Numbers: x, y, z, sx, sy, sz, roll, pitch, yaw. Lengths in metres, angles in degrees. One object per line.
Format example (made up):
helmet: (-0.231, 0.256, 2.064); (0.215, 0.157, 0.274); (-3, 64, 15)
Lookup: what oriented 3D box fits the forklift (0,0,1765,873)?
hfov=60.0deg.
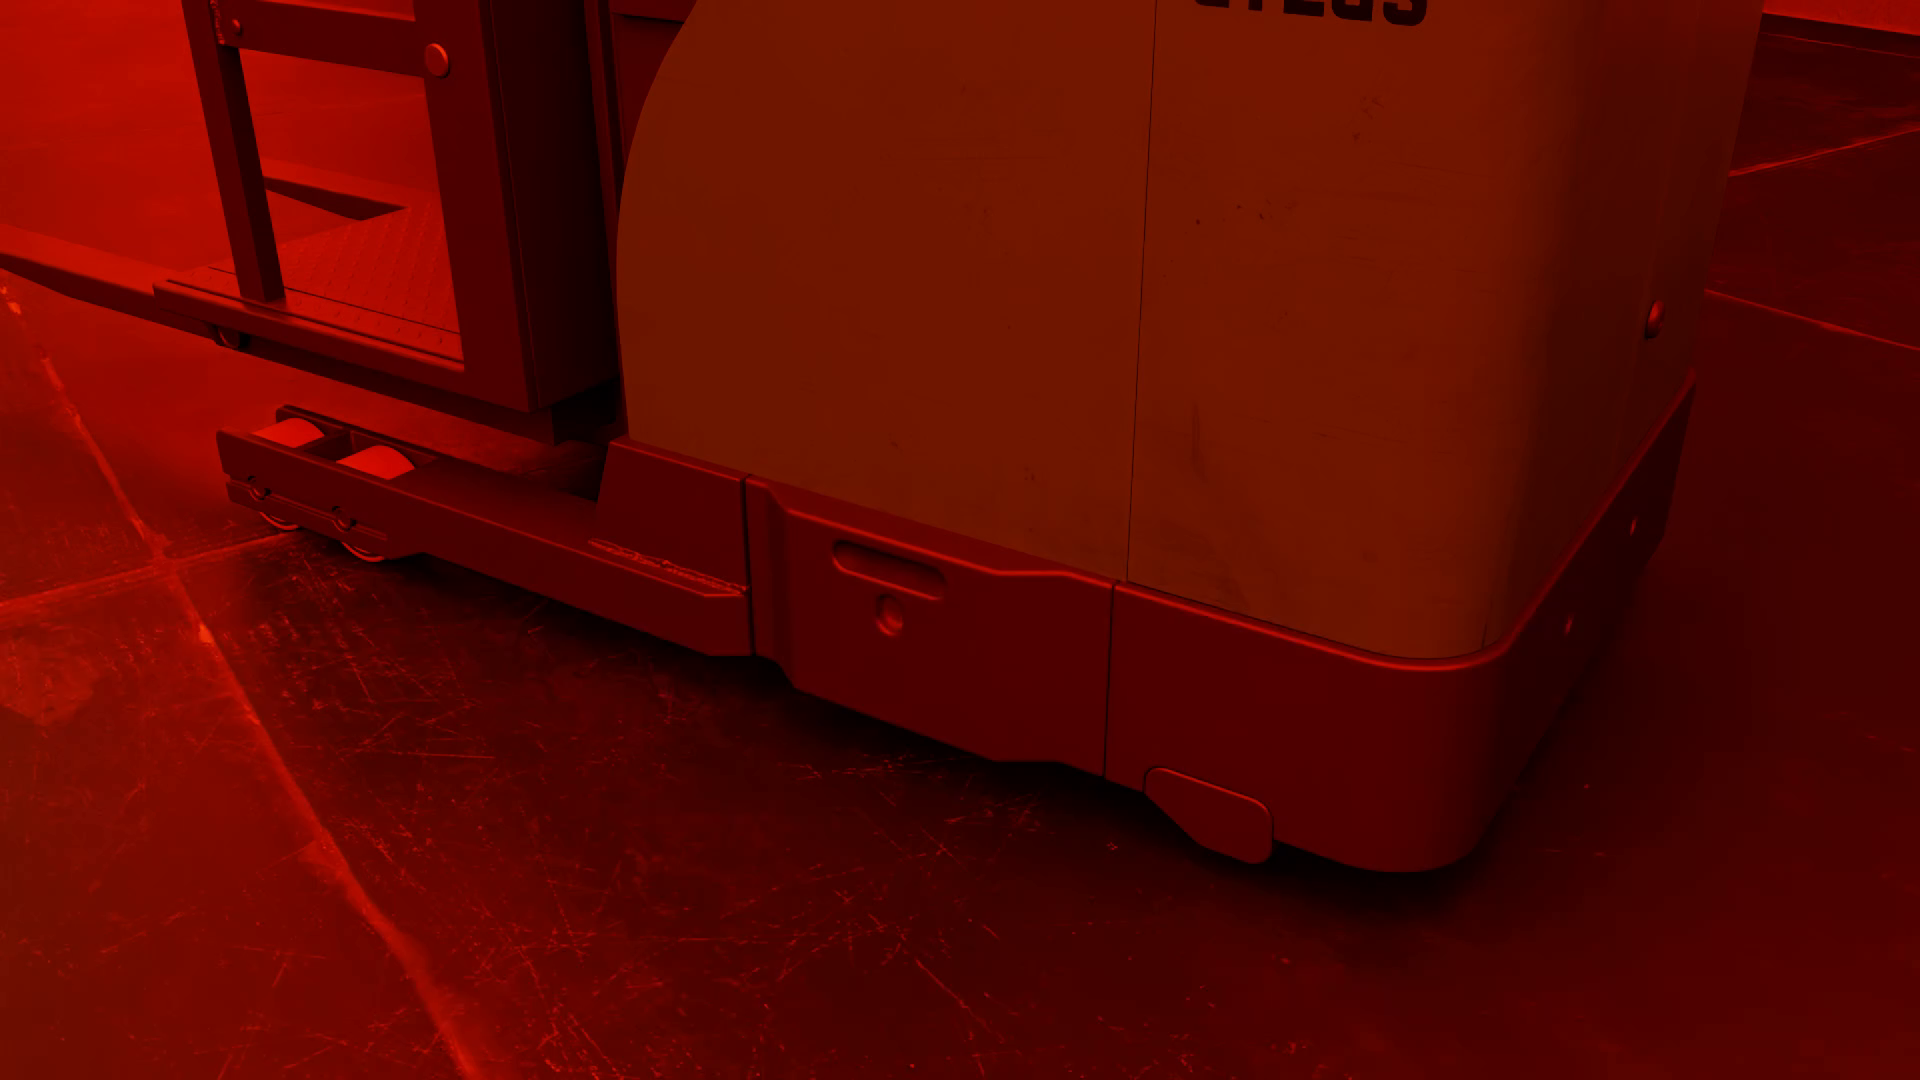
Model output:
forklift: (-0.511, -1.459, 2.139); (3.031, 2.935, 1.130); (16, 31, 29)
